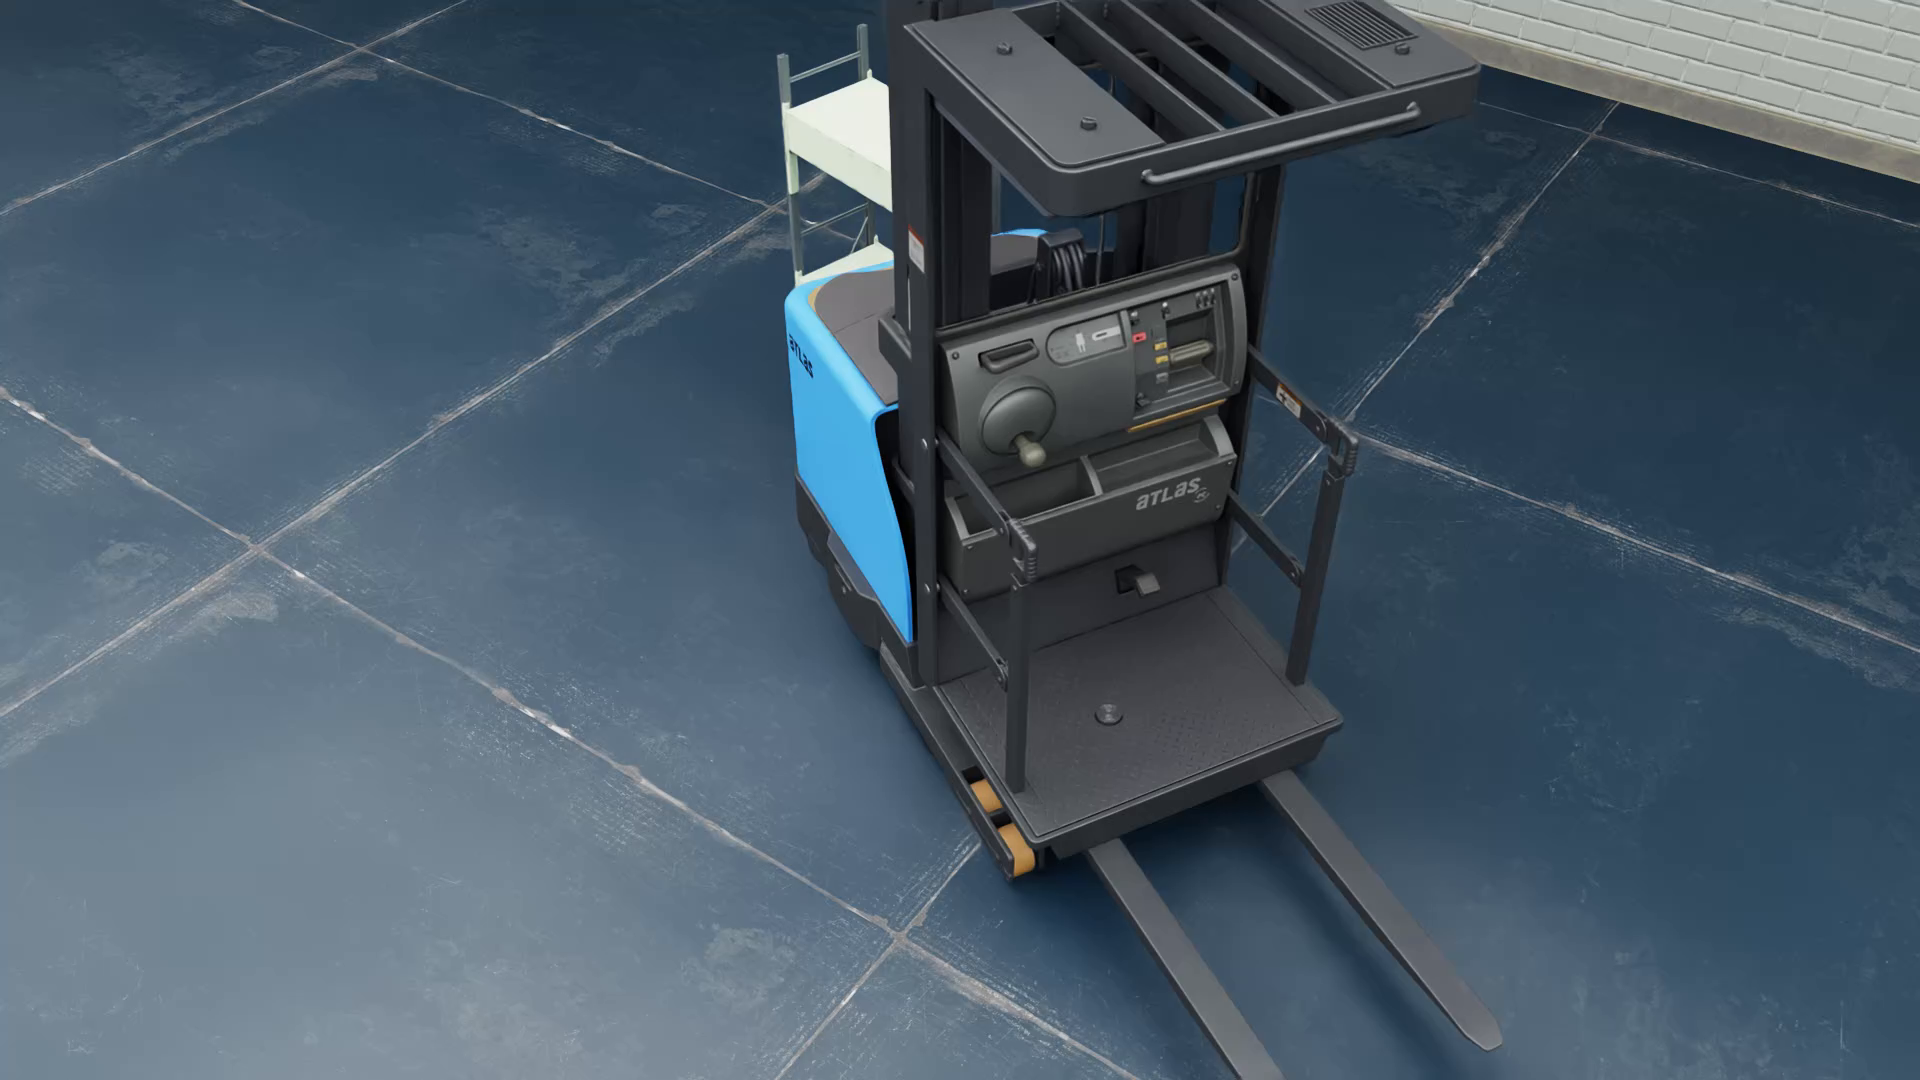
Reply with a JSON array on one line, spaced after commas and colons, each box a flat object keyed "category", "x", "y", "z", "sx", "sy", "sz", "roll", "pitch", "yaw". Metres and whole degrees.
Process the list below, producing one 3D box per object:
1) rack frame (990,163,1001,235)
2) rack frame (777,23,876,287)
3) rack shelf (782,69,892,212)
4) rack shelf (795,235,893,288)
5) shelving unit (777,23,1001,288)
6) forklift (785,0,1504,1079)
[{"category": "rack frame", "x": -0.011, "y": -0.887, "z": 6.116, "sx": 0.400, "sy": 1.500, "sz": 0.023, "roll": -31, "pitch": 50, "yaw": -30}, {"category": "rack frame", "x": -0.497, "y": -1.252, "z": 6.524, "sx": 0.400, "sy": 1.500, "sz": 0.023, "roll": -31, "pitch": 50, "yaw": -30}, {"category": "rack shelf", "x": -0.254, "y": -1.360, "z": 6.060, "sx": 0.431, "sy": 0.370, "sz": 0.720, "roll": -31, "pitch": 50, "yaw": -30}, {"category": "rack shelf", "x": -0.254, "y": -0.826, "z": 6.538, "sx": 0.431, "sy": 0.370, "sz": 0.720, "roll": -31, "pitch": 50, "yaw": -30}, {"category": "shelving unit", "x": -0.254, "y": -1.069, "z": 6.320, "sx": 0.431, "sy": 1.500, "sz": 0.755, "roll": -31, "pitch": 50, "yaw": -30}, {"category": "forklift", "x": 0.489, "y": -0.400, "z": 4.499, "sx": 1.130, "sy": 2.935, "sz": 3.031, "roll": -18, "pitch": 45, "yaw": -19}]
